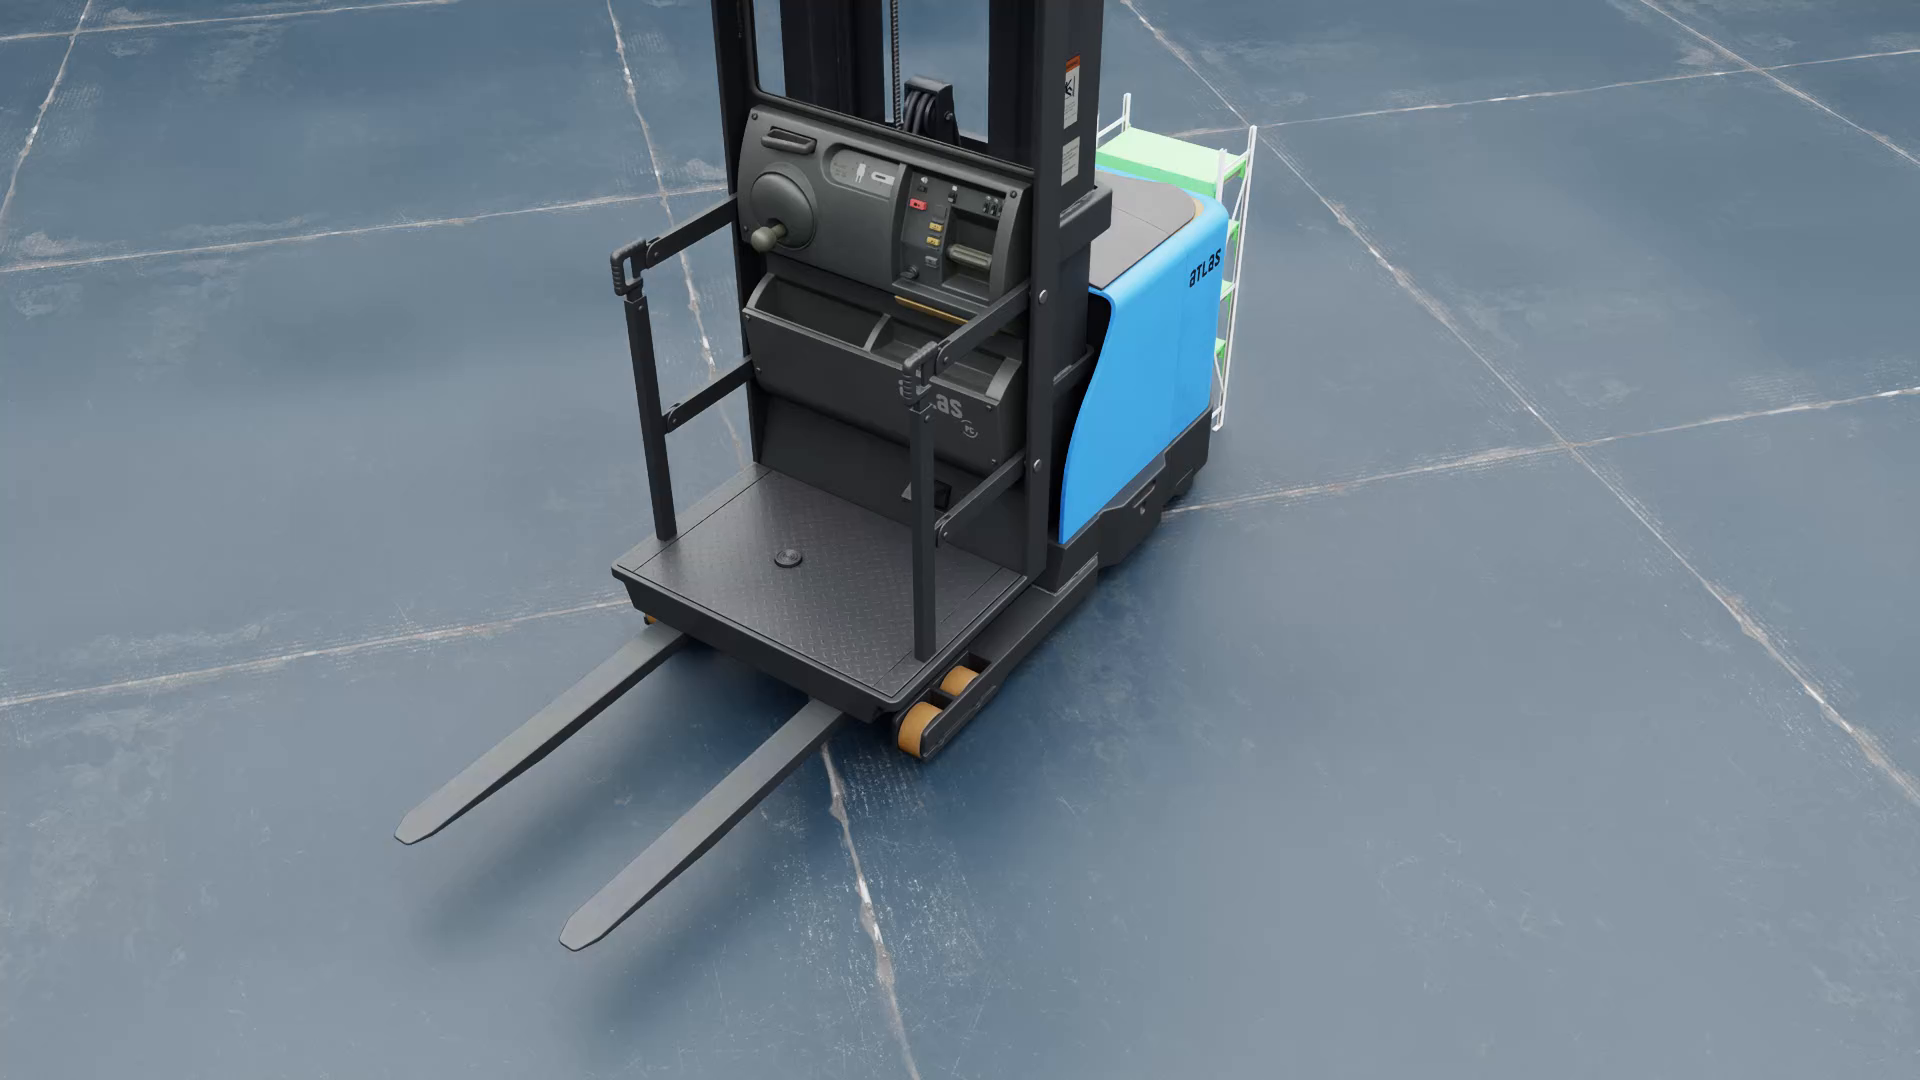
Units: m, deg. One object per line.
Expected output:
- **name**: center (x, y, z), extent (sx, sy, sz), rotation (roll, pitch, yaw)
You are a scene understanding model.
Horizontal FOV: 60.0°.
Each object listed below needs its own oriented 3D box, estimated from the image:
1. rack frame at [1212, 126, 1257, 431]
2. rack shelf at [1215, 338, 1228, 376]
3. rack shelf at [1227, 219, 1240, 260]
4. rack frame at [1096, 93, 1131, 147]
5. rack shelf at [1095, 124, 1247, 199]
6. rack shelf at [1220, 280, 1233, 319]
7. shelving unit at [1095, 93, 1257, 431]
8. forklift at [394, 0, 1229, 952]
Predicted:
- **rack frame**: center (0.924, -0.856, 5.881), extent (0.015, 1.200, 0.240), rotation (23, 43, 27)
- **rack shelf**: center (0.723, -0.699, 6.176), extent (0.480, 0.148, 0.258), rotation (23, 43, 27)
- **rack shelf**: center (0.723, -1.080, 5.884), extent (0.480, 0.148, 0.258), rotation (23, 43, 27)
- **rack frame**: center (0.522, -1.024, 6.101), extent (0.015, 1.200, 0.240), rotation (23, 43, 27)
- **rack shelf**: center (0.723, -1.270, 5.738), extent (0.480, 0.148, 0.258), rotation (23, 43, 27)
- **rack shelf**: center (0.723, -0.889, 6.030), extent (0.480, 0.148, 0.258), rotation (23, 43, 27)
- **shelving unit**: center (0.723, -0.940, 5.991), extent (0.503, 1.200, 0.258), rotation (23, 43, 27)
- **forklift**: center (-0.355, -0.852, 4.452), extent (1.130, 2.935, 3.031), rotation (23, 43, 27)
